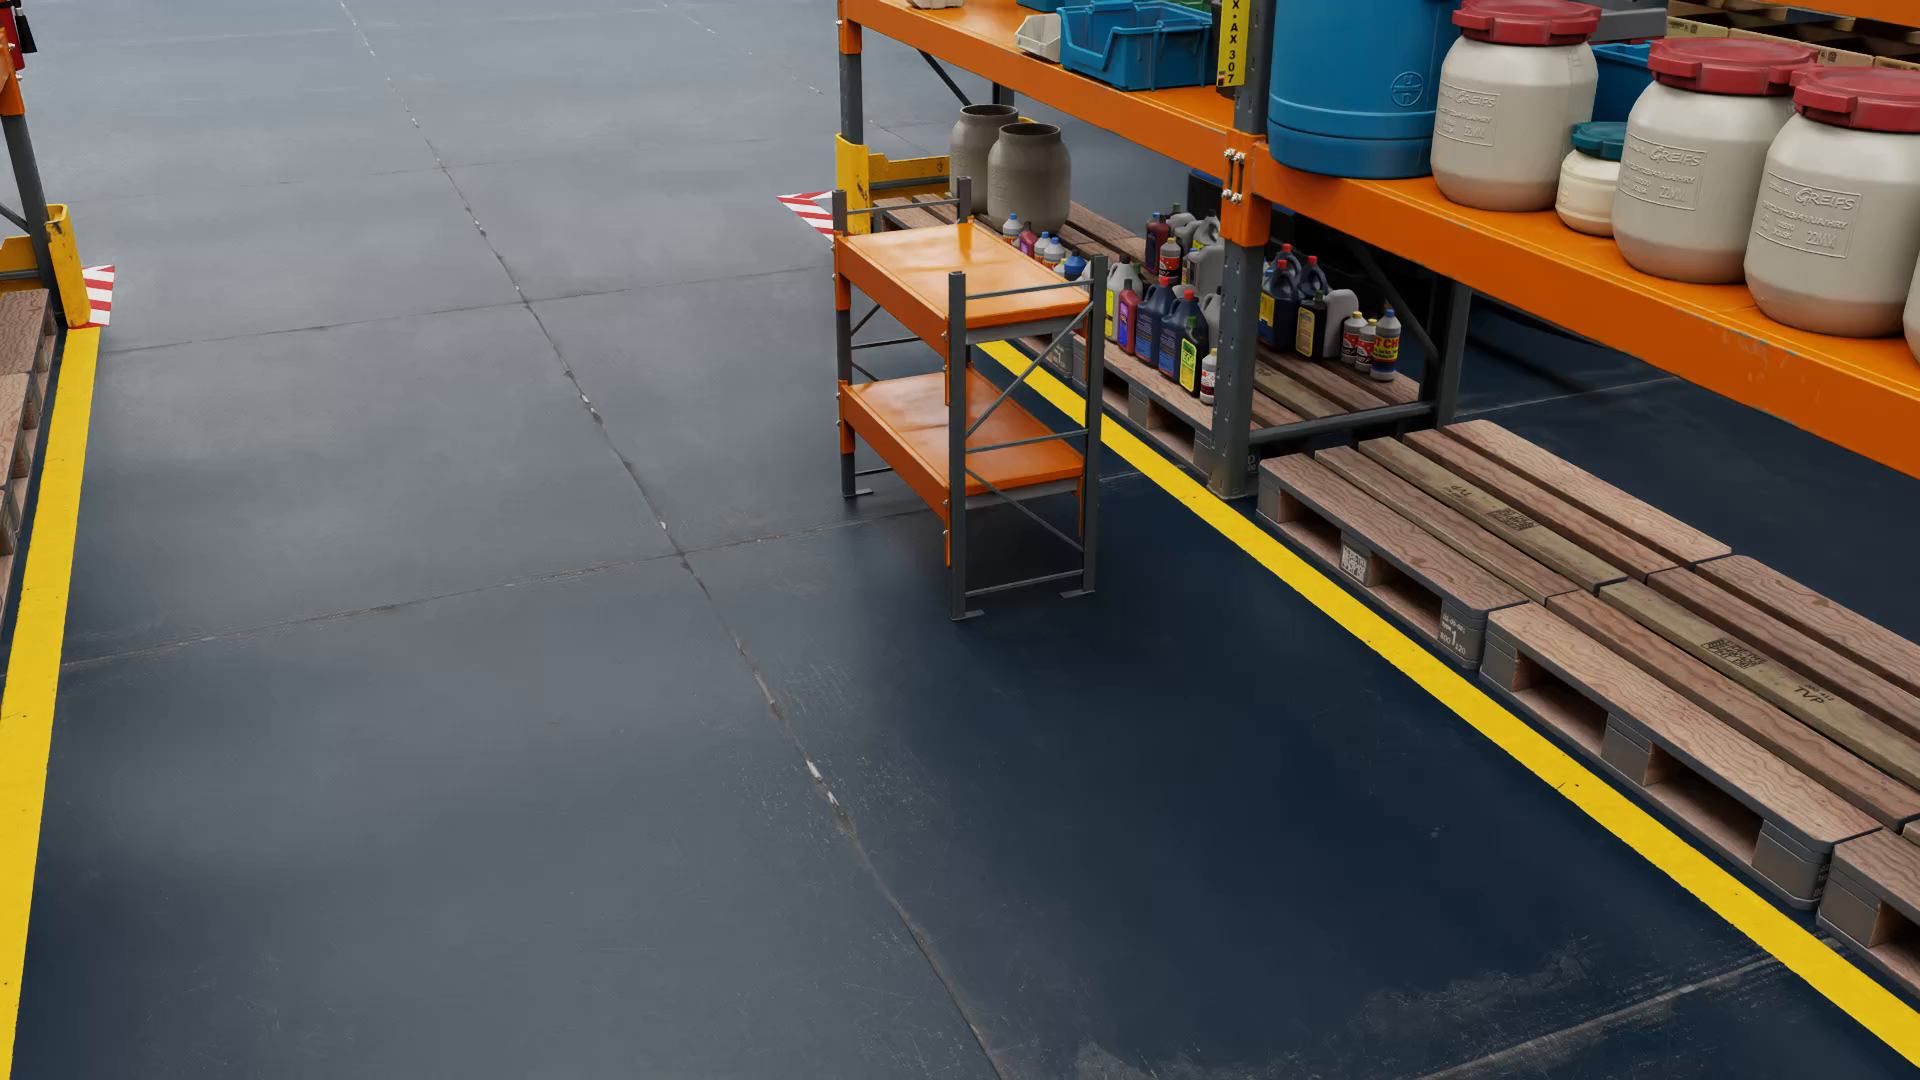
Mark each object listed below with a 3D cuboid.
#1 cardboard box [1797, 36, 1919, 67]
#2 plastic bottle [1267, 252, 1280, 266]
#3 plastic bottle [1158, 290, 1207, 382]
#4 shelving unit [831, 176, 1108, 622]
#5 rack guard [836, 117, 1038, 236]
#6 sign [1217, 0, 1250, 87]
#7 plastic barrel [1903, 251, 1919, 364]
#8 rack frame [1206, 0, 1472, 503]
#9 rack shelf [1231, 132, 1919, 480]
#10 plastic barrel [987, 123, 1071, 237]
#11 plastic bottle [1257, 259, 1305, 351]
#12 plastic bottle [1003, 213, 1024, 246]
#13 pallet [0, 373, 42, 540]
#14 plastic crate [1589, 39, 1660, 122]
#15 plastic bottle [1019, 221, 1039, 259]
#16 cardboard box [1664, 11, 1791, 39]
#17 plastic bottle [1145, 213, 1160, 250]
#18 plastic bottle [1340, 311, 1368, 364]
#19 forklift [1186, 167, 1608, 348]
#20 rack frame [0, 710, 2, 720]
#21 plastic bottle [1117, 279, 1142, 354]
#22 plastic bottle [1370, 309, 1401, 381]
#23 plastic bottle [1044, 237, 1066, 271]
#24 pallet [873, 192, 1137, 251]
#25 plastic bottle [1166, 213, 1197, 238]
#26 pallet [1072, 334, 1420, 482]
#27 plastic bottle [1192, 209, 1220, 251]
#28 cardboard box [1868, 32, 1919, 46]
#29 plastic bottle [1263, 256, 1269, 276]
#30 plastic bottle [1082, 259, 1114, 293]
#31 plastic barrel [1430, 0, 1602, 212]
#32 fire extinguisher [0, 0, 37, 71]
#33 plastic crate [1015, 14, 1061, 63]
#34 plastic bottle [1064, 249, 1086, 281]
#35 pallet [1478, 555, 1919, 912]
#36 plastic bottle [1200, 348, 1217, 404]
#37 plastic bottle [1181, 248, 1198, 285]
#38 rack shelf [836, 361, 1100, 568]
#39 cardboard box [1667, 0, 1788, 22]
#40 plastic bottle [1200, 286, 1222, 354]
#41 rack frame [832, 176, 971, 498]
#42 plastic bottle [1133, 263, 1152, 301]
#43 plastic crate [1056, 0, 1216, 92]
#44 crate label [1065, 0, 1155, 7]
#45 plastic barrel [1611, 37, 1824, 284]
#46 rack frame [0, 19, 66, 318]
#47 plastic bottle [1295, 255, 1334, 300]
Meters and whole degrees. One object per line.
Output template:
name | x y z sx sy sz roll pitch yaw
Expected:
cardboard box | 4.975 -2.487 9.225 0.500 0.500 0.500 -11 28 -21
plastic bottle | 1.357 -1.117 7.214 0.061 0.283 0.133 -9 28 -18
plastic bottle | 0.874 -0.811 6.509 0.144 0.351 0.185 -11 28 -22
shelving unit | 0.003 -0.503 5.498 0.538 1.125 1.048 -11 28 -21
rack guard | -0.102 -2.062 9.403 1.175 0.500 0.348 -11 28 -21
sign | 0.881 -1.627 5.348 0.100 0.325 0.005 -11 28 -21
plastic barrel | 2.194 -0.577 3.385 0.421 0.512 0.421 0 26 0
rack frame | 1.392 -1.593 5.594 1.000 3.000 0.127 -11 28 -21
rack shelf | 2.175 -0.462 4.098 1.077 0.370 4.000 -11 28 -21
plastic barrel | 0.350 -1.824 8.423 0.421 0.512 0.421 0 26 0
plastic bottle | 1.325 -0.973 6.841 0.144 0.351 0.185 -11 28 -21
plastic bottle | 0.249 -1.394 7.794 0.097 0.271 0.097 0 26 0
pallet | -3.943 -0.247 6.016 1.003 0.211 1.213 -11 28 -21
plastic crate | 2.110 -1.194 4.795 0.392 0.384 0.575 -11 28 -21
plastic bottle | 0.320 -1.305 7.598 0.061 0.283 0.133 -10 28 -20
cardboard box | 4.587 -2.891 10.053 0.500 0.500 0.500 -11 28 -21
plastic bottle | 0.948 -1.482 8.054 0.097 0.201 0.097 0 26 0
plastic bottle | 1.591 -0.819 6.697 0.097 0.201 0.097 0 26 0
forklift | 2.336 -2.584 7.701 1.130 2.935 3.031 -11 28 -22
rack frame | -3.166 -0.742 3.851 1.000 3.000 0.127 -11 28 -21
plastic bottle | 0.697 -0.917 6.803 0.061 0.283 0.133 -9 27 -17
plastic bottle | 1.670 -0.769 6.513 0.097 0.271 0.097 0 26 0
plastic bottle | 0.422 -1.215 7.428 0.097 0.271 0.097 0 26 0
pallet | 0.212 -1.603 8.793 1.003 0.211 1.213 -11 28 -21
plastic bottle | 1.021 -1.409 7.820 0.152 0.276 0.135 -10 28 -20
pallet | 1.167 -0.618 6.775 1.003 0.211 1.213 -11 28 -21
plastic bottle | 1.144 -1.320 7.553 0.144 0.351 0.185 -9 28 -18
cardboard box | 5.468 -2.579 9.413 0.500 0.500 0.500 -11 28 -21
plastic bottle | 1.292 -1.091 7.174 0.097 0.271 0.097 0 26 0
plastic bottle | 0.613 -1.051 7.087 0.152 0.276 0.135 -10 28 -20
plastic barrel | 1.565 -1.230 4.696 0.433 0.535 0.433 0 26 0
fire extinguisher | -4.353 -2.447 7.432 0.296 0.674 0.183 -11 28 -21
plastic crate | 0.523 -2.086 6.905 0.530 0.136 0.437 -11 28 -21
plastic bottle | 0.501 -1.133 7.261 0.097 0.271 0.097 0 26 0
pallet | 2.217 0.464 4.560 1.003 0.211 1.213 -11 28 -21
plastic bottle | 0.963 -0.626 6.301 0.097 0.201 0.097 0 26 0
plastic bottle | 1.050 -1.215 7.507 0.097 0.201 0.097 0 26 0
rack shelf | 0.003 -0.283 5.605 0.538 0.278 1.000 -11 28 -21
cardboard box | 4.868 -3.182 10.649 0.500 0.500 0.500 -11 28 -21
plastic bottle | 1.007 -0.835 6.560 0.144 0.351 0.185 -11 28 -21
rack frame | -0.196 -0.708 5.918 0.500 1.125 0.032 -11 28 -21
plastic bottle | 0.757 -1.016 7.007 0.061 0.283 0.133 -11 28 -21
plastic crate | 0.709 -1.926 6.446 0.499 0.251 0.616 -11 28 -21
crate label | 0.795 -2.527 7.467 0.502 0.435 0.616 -11 28 -21
plastic barrel | 1.852 -0.934 4.089 0.433 0.535 0.433 0 26 0
rack frame | -4.732 -2.357 7.158 1.000 3.000 0.127 -11 28 -21
plastic bottle | 1.457 -0.997 6.892 0.144 0.351 0.185 -10 28 -19
